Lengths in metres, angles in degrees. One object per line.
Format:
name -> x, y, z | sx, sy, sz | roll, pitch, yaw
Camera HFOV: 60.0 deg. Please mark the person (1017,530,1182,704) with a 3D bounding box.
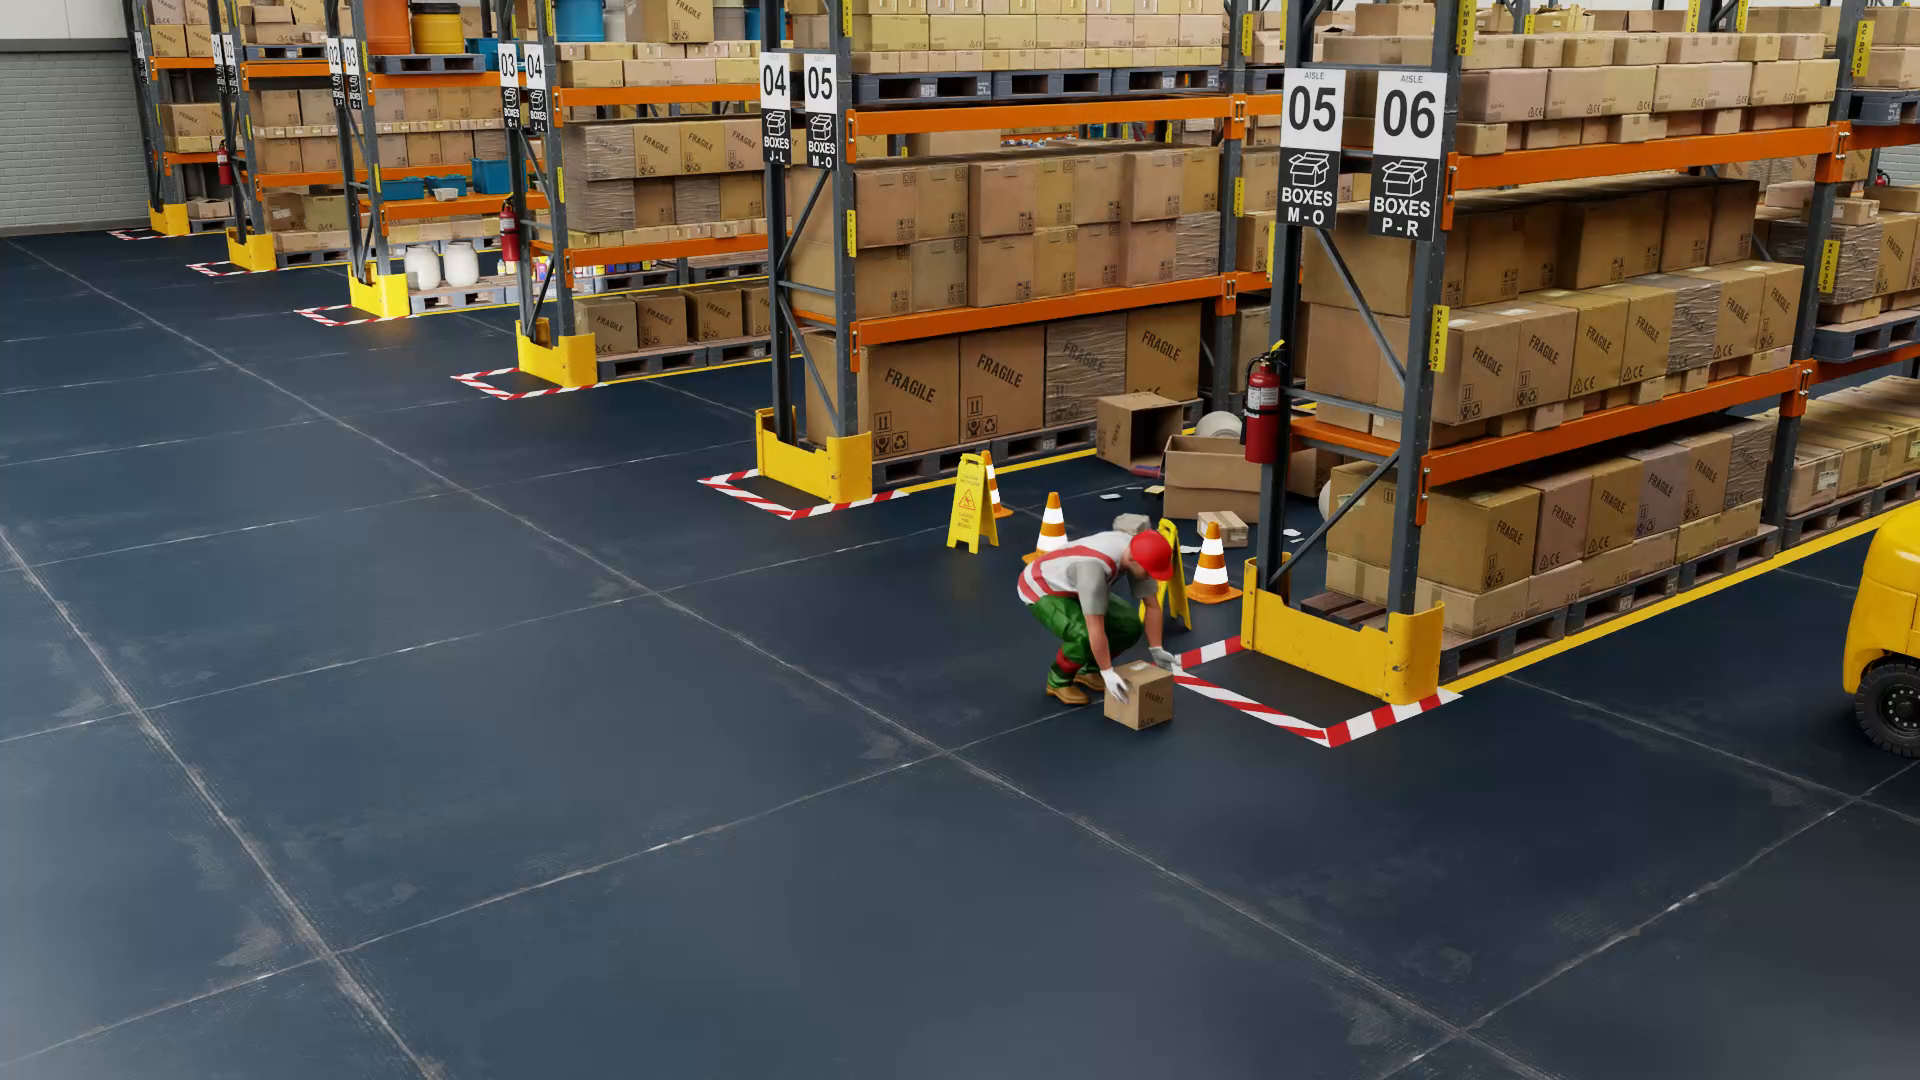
person -> 0.722, 0.357, 8.707 | 0.568, 0.994, 0.877 | -15, 23, -39
